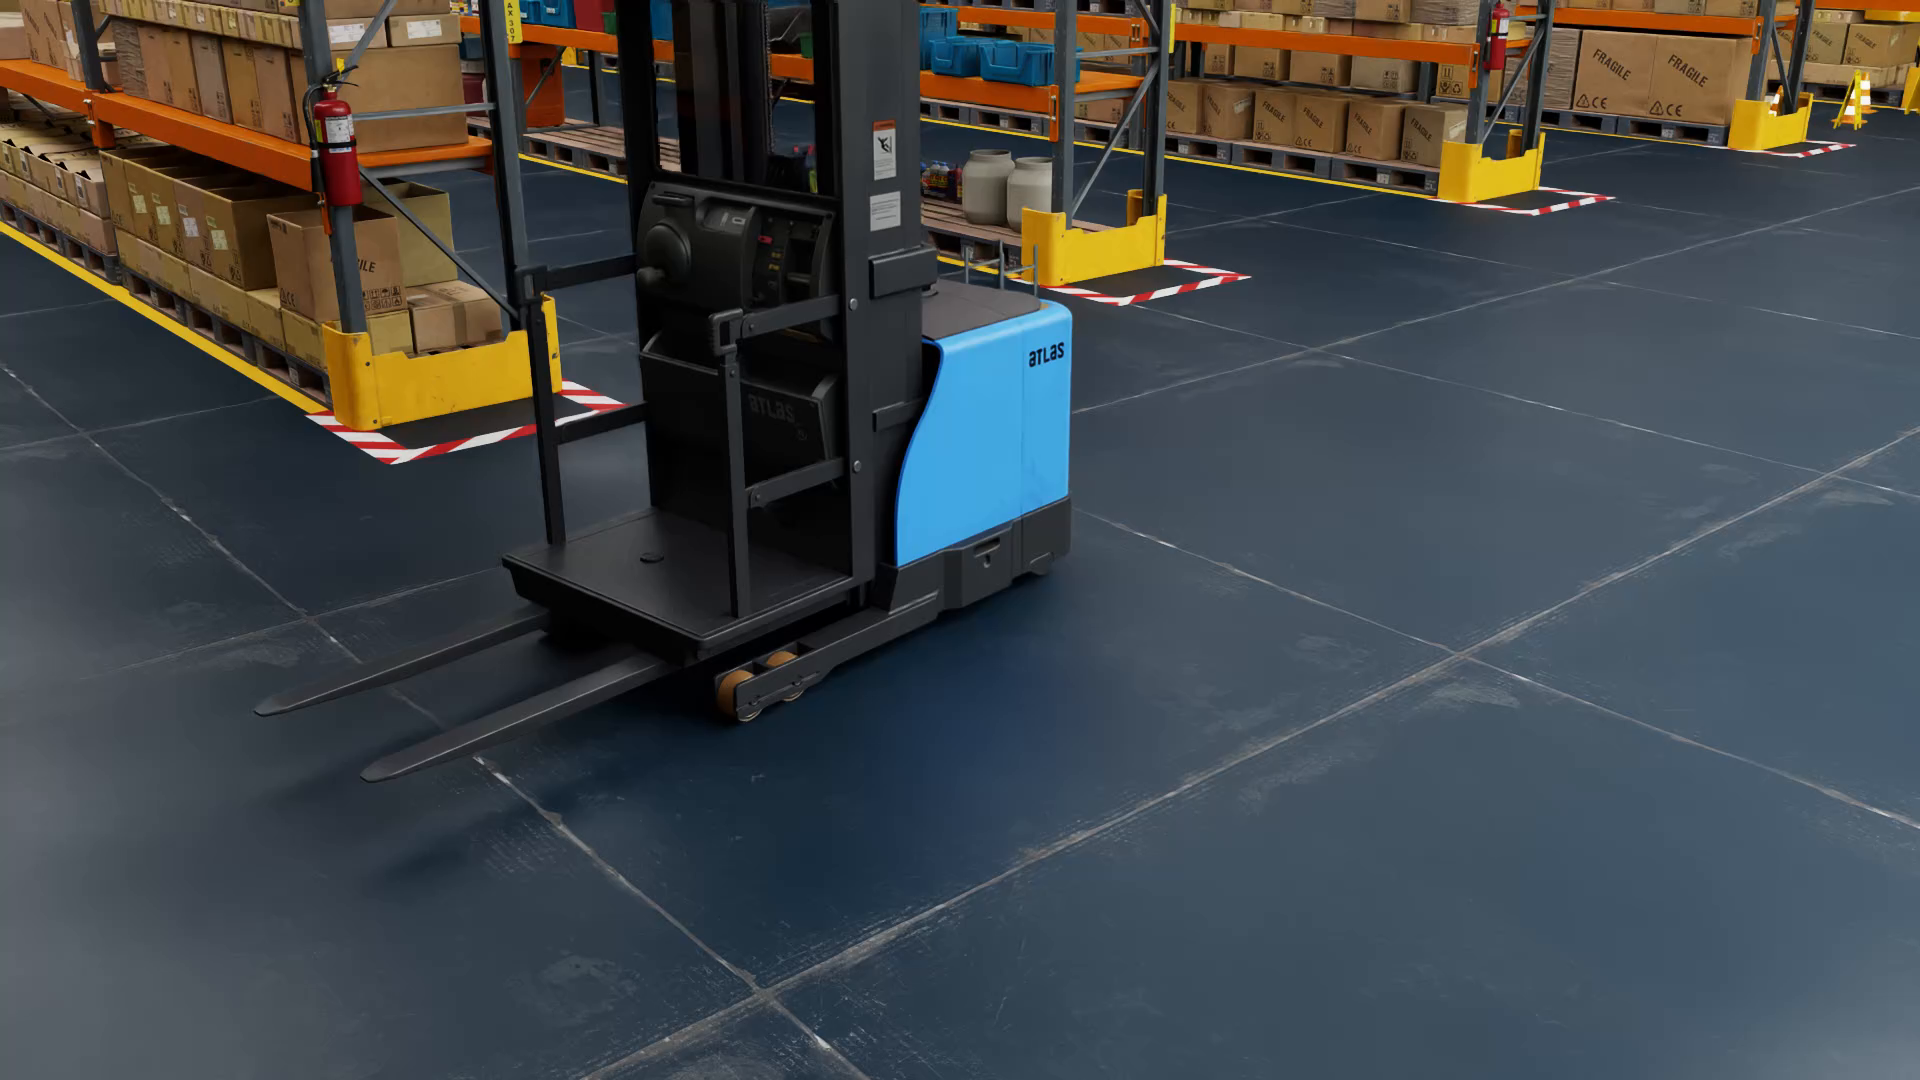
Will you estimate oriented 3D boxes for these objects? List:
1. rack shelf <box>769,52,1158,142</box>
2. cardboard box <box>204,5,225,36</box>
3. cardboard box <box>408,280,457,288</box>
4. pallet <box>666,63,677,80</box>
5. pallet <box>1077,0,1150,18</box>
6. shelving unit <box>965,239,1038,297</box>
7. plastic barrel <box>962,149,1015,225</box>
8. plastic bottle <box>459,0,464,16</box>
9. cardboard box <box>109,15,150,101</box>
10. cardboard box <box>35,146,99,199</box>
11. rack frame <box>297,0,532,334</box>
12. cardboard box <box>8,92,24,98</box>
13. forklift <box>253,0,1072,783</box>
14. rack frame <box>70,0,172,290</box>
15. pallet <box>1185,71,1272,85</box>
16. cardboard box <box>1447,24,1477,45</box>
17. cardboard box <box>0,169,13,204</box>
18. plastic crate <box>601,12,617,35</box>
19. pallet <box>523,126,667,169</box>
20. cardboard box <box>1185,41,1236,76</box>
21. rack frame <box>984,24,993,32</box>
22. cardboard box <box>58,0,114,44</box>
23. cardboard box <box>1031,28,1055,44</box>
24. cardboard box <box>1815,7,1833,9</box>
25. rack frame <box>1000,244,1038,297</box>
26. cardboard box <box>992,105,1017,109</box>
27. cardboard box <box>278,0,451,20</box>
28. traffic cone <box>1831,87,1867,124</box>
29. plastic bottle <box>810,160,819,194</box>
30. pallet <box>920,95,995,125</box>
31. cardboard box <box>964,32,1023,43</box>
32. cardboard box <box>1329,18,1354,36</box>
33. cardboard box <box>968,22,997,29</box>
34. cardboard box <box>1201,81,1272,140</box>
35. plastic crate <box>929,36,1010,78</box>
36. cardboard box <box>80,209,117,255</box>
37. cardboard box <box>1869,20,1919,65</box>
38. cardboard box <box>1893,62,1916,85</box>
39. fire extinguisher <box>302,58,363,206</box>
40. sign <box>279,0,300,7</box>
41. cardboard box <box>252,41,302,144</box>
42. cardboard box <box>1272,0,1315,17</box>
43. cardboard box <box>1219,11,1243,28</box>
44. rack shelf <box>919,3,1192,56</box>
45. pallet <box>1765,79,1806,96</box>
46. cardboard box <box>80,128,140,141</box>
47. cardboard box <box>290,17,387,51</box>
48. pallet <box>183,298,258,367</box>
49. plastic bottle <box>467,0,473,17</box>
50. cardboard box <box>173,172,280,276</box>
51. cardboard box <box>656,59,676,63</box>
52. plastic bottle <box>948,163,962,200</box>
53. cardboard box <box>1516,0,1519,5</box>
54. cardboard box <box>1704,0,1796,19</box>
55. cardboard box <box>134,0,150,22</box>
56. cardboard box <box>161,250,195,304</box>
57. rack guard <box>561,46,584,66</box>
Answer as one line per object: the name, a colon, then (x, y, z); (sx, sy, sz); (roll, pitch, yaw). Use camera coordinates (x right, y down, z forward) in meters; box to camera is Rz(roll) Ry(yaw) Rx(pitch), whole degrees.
rack shelf: (-0.265, -3.524, 12.855); (1.077, 0.370, 4.000); (-17, 27, -37)
cardboard box: (-3.954, -2.895, 9.235); (0.380, 0.149, 0.250); (-17, 27, -36)
cardboard box: (-3.225, -1.382, 9.594); (0.500, 0.250, 0.500); (-17, 27, -37)
pallet: (-3.477, -6.731, 23.881); (1.003, 0.211, 1.213); (-17, 27, -37)
pallet: (1.793, -5.747, 17.808); (1.003, 0.211, 1.213); (-17, 27, -37)
shelving unit: (0.168, -0.632, 6.952); (0.189, 1.200, 0.258); (17, 27, 37)
plastic barrel: (0.226, -2.646, 12.462); (0.421, 0.512, 0.421); (0, 21, 0)
plastic bottle: (-5.235, -5.675, 17.536); (0.097, 0.271, 0.097); (0, 21, 0)
cardboard box: (-5.031, -3.159, 10.800); (0.700, 0.500, 0.500); (-18, 28, -39)
cardboard box: (-6.475, -2.734, 12.278); (0.500, 0.311, 0.500); (-18, 27, -38)
rack frame: (-2.714, -2.129, 8.306); (1.000, 3.000, 0.127); (-17, 27, -37)
cardboard box: (-9.031, -4.000, 15.907); (0.500, 0.500, 0.500); (-19, 28, -39)
forklift: (-0.904, -0.976, 5.458); (1.130, 2.935, 3.031); (18, 27, 38)
rack frame: (-5.325, -3.234, 11.127); (1.000, 3.000, 0.127); (-17, 27, -37)
pallet: (3.852, -6.315, 22.817); (1.003, 0.211, 1.213); (-17, 27, -37)
cardboard box: (4.451, -4.398, 14.445); (0.380, 0.149, 0.250); (-17, 27, -37)
cardboard box: (-7.488, -2.901, 13.472); (0.500, 0.250, 0.500); (-18, 28, -39)
plastic crate: (-2.921, -4.727, 15.231); (0.450, 0.188, 0.662); (-17, 27, -37)
pallet: (-3.705, -3.995, 16.895); (1.003, 0.211, 1.213); (-17, 27, -37)
cardboard box: (3.724, -6.807, 22.760); (1.050, 0.750, 0.750); (-18, 28, -38)
rack frame: (0.784, -8.954, 25.732); (1.000, 3.000, 0.127); (-17, 27, -37)
cardboard box: (-6.158, -3.642, 12.032); (0.500, 0.500, 0.500); (-15, 26, -34)
cardboard box: (1.412, -7.573, 25.057); (0.500, 0.500, 0.500); (-16, 26, -35)
cardboard box: (13.526, -8.305, 25.899); (0.500, 0.250, 0.500); (-18, 28, -38)
rack frame: (0.238, -0.611, 6.898); (0.006, 1.200, 0.240); (17, 27, 37)
cardboard box: (0.771, -5.251, 19.103); (0.700, 0.500, 0.500); (-15, 26, -33)
cardboard box: (-3.044, -2.926, 8.425); (0.700, 0.500, 0.500); (-17, 27, -37)
traffic cone: (10.424, -5.117, 19.415); (0.336, 0.463, 0.334); (-17, 27, -37)
plastic bottle: (-1.158, -2.922, 13.454); (0.061, 0.283, 0.133); (-16, 26, -35)
pallet: (0.080, -5.181, 19.923); (1.003, 0.211, 1.213); (-17, 27, -37)
cardboard box: (0.385, -5.764, 19.384); (0.500, 0.250, 0.500); (-14, 25, -32)
cardboard box: (3.622, -4.740, 15.317); (0.380, 0.149, 0.250); (-17, 27, -37)
cardboard box: (0.354, -8.135, 26.160); (0.380, 0.149, 0.250); (-17, 27, -36)
cardboard box: (2.792, -4.346, 16.819); (0.500, 0.500, 0.500); (-9, 23, -21)
plastic crate: (0.068, -3.485, 11.973); (0.499, 0.251, 0.408); (-17, 27, -37)
cardboard box: (-5.815, -2.194, 11.668); (0.500, 0.250, 0.500); (-18, 28, -38)
cardboard box: (11.968, -6.404, 21.389); (0.500, 0.500, 0.500); (-19, 28, -39)
cardboard box: (11.984, -6.049, 21.509); (0.500, 0.250, 0.500); (-18, 28, -38)
fire extinguisher: (-2.989, -1.949, 7.954); (0.296, 0.674, 0.183); (-17, 27, -37)
sign: (-3.134, -2.653, 7.731); (0.100, 0.325, 0.005); (-17, 27, -37)
cardboard box: (-3.356, -2.451, 8.992); (0.700, 0.500, 0.500); (-17, 27, -36)
cardboard box: (3.426, -5.228, 15.675); (0.875, 0.500, 0.500); (-17, 27, -37)
cardboard box: (2.734, -5.063, 16.141); (0.380, 0.149, 0.250); (-17, 27, -37)
rack shelf: (0.877, -5.808, 18.687); (1.077, 0.370, 4.000); (-17, 27, -37)
pallet: (10.955, -6.137, 22.364); (1.003, 0.211, 1.213); (-17, 27, -37)
cardboard box: (-6.736, -3.147, 13.331); (0.500, 0.311, 0.500); (-18, 27, -38)
cardboard box: (-3.108, -2.537, 8.323); (0.380, 0.149, 0.250); (-18, 28, -38)
pallet: (-4.037, -1.368, 10.188); (1.003, 0.211, 1.213); (-17, 27, -37)
plastic bottle: (-5.108, -5.621, 17.399); (0.097, 0.271, 0.097); (0, 21, 0)
cardboard box: (-4.279, -1.882, 9.841); (0.500, 0.500, 0.500); (-17, 27, -37)
cardboard box: (-3.998, -7.457, 24.249); (0.875, 0.875, 0.875); (-17, 27, -37)
plastic bottle: (-0.040, -2.889, 13.368); (0.061, 0.283, 0.133); (-17, 27, -37)
cardboard box: (6.632, -6.568, 19.434); (0.875, 0.550, 0.550); (-17, 27, -37)
cardboard box: (8.340, -5.800, 17.474); (0.875, 0.550, 0.550); (-17, 27, -37)
cardboard box: (-4.791, -3.250, 10.141); (0.380, 0.149, 0.250); (-18, 28, -38)
cardboard box: (-4.607, -1.670, 10.329); (0.500, 0.250, 0.500); (-17, 27, -37)
rack guard: (-5.667, -7.749, 26.083); (1.175, 0.500, 0.348); (-17, 27, -37)
